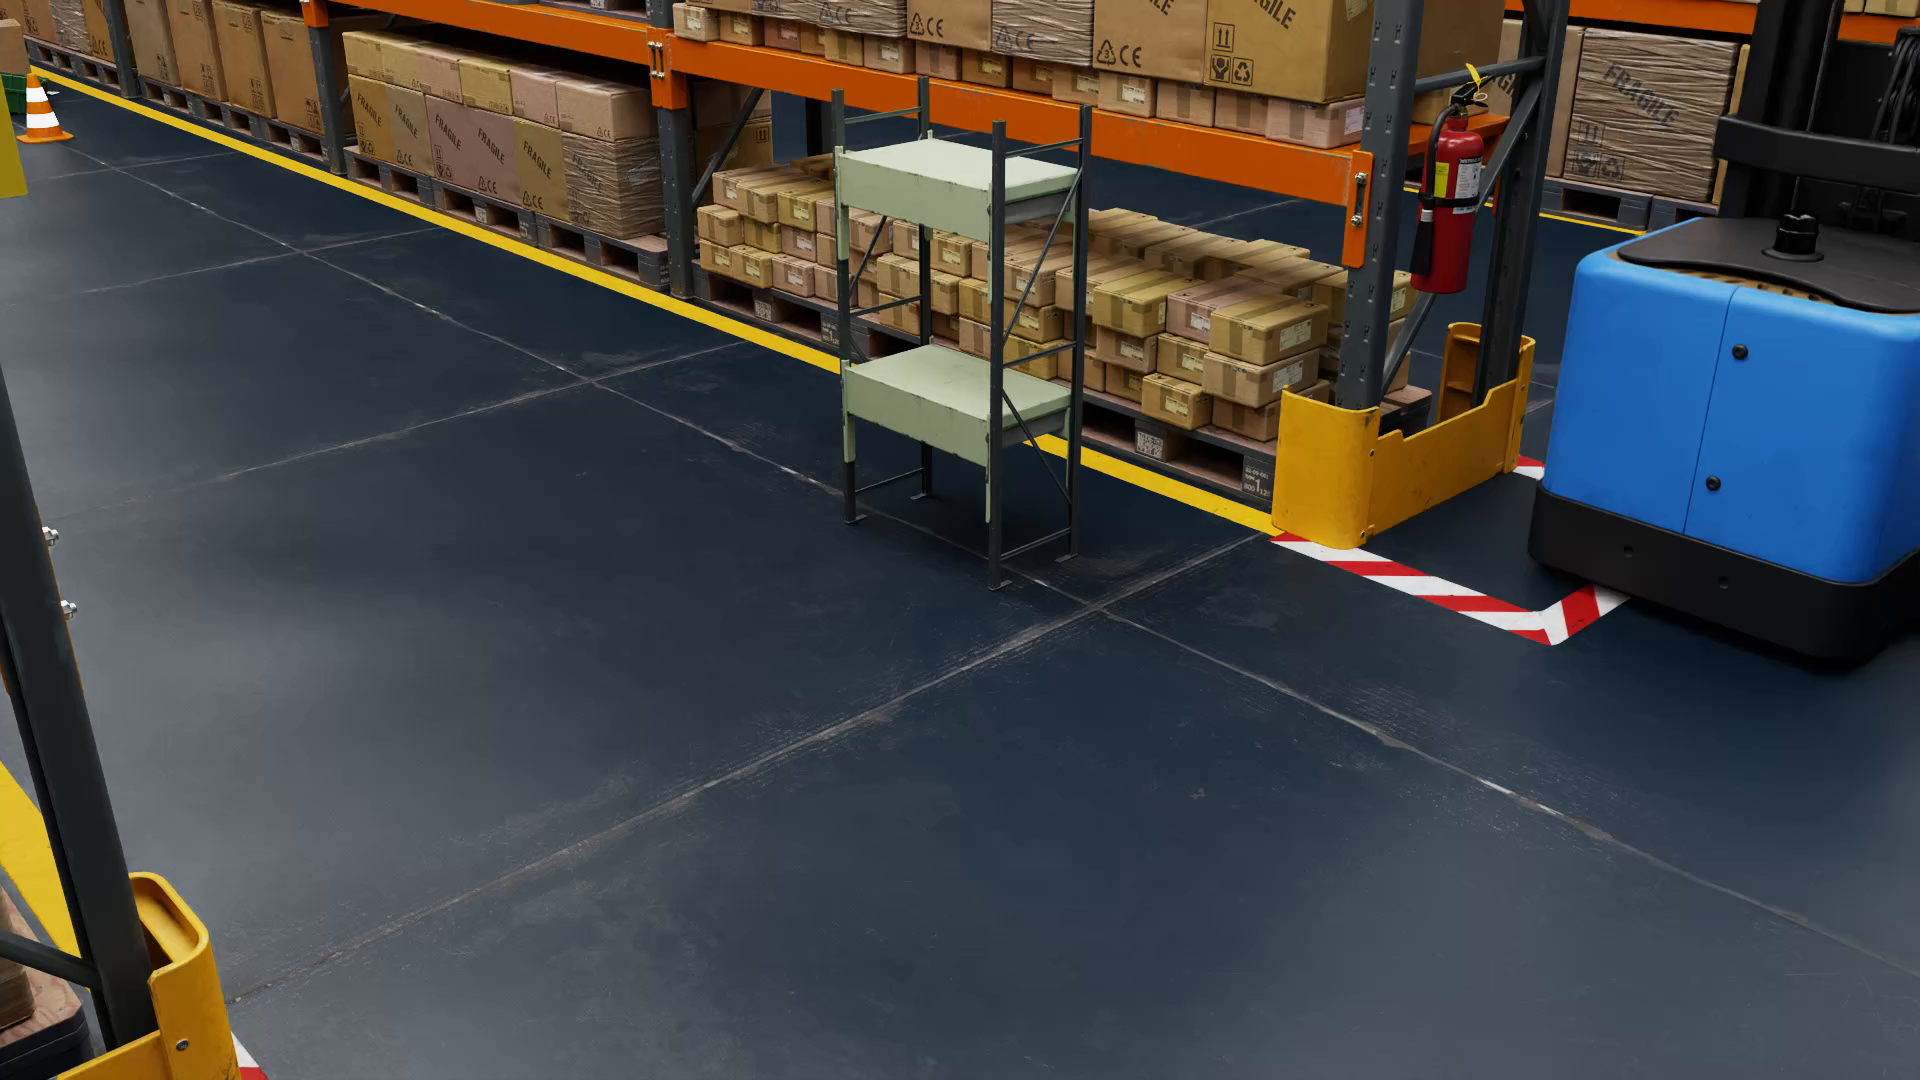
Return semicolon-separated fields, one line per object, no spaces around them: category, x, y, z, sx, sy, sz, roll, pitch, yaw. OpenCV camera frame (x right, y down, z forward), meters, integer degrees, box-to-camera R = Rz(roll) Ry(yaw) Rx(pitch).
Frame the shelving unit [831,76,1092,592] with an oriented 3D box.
shelving unit;-0.005;-0.684;5.443;0.431;1.500;0.755;-21;32;-38

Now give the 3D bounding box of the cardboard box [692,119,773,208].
cardboard box;-1.378;-2.079;9.199;0.500;0.500;0.500;-20;31;-37

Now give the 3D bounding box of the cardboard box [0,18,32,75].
cardboard box;-8.344;-4.193;14.335;0.500;0.500;0.500;-15;29;-30

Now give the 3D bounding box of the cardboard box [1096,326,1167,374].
cardboard box;0.742;-0.779;6.415;0.250;0.149;0.380;22;33;40

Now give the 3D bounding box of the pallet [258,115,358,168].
pallet;-4.284;-2.929;11.917;1.003;0.211;1.213;-21;32;-38

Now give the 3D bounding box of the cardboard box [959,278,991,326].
cardboard box;0.217;-1.015;6.932;0.380;0.149;0.250;-19;31;-36

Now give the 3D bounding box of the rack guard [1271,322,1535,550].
rack guard;1.616;-0.400;6.024;1.175;0.500;0.348;-21;32;-38

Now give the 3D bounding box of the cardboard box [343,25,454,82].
cardboard box;-3.506;-3.055;10.435;0.500;0.250;0.500;22;32;39

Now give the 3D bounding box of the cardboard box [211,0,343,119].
cardboard box;-4.751;-3.579;12.186;1.050;0.750;0.750;-21;32;-38

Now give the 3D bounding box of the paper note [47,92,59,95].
paper note;-7.655;-3.746;13.924;0.142;0.020;0.147;3;25;6

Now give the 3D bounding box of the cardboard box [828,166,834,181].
cardboard box;-0.430;-1.790;8.273;0.380;0.149;0.250;-21;32;-38

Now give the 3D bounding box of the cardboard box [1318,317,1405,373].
cardboard box;1.497;-0.775;6.405;0.380;0.149;0.250;-20;31;-36

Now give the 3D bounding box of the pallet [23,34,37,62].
pallet;-8.665;-4.873;16.177;1.003;0.211;1.213;-21;32;-38

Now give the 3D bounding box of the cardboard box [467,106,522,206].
cardboard box;-2.454;-2.245;9.562;0.500;0.500;0.500;-22;33;-40

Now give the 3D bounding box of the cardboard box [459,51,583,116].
cardboard box;-2.473;-2.590;9.417;0.500;0.250;0.500;22;33;39

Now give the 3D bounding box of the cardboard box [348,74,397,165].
cardboard box;-3.503;-2.705;10.571;0.500;0.500;0.500;22;33;40

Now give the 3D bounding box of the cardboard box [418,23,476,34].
cardboard box;-3.142;-3.200;10.752;0.500;0.250;0.500;-22;33;-40

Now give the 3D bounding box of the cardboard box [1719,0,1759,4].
cardboard box;4.353;-3.022;9.062;0.380;0.149;0.250;-21;32;-38

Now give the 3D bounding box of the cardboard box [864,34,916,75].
cardboard box;-0.176;-2.048;6.927;0.380;0.149;0.250;-20;31;-36

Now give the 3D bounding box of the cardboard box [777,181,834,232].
cardboard box;-0.628;-1.565;7.778;0.380;0.149;0.250;-22;32;-39

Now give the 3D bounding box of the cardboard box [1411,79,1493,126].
cardboard box;1.685;-1.591;5.926;0.380;0.149;0.250;-22;32;-39

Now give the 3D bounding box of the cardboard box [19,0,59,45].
cardboard box;-8.154;-5.133;15.442;0.875;0.875;0.875;-22;32;-39

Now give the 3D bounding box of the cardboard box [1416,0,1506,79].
cardboard box;1.562;-1.909;5.842;0.500;0.500;0.500;-19;31;-36

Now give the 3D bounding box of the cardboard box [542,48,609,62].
cardboard box;-2.090;-2.736;9.736;0.500;0.250;0.500;-20;31;-37

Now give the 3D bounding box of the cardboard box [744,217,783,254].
cardboard box;-0.814;-1.503;8.002;0.380;0.149;0.250;-21;32;-38

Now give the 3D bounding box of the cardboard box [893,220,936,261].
cardboard box;-0.073;-1.333;7.269;0.250;0.149;0.380;22;33;40

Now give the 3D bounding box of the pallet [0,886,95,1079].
pallet;-2.480;0.969;3.371;1.003;0.211;1.213;-21;32;-38

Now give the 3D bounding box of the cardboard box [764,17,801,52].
cardboard box;-0.660;-2.310;7.502;0.250;0.149;0.380;22;33;39

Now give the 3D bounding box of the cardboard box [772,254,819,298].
cardboard box;-0.662;-1.277;7.865;0.380;0.149;0.250;-21;32;-39

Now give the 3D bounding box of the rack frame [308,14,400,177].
rack frame;-3.800;-3.938;10.768;1.000;3.000;0.127;-21;32;-38

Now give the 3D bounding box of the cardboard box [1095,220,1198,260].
cardboard box;0.790;-1.234;7.054;0.380;0.149;0.250;-20;31;-37

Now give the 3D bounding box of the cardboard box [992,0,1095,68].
cardboard box;0.471;-2.066;6.187;0.500;0.500;0.500;-21;32;-38

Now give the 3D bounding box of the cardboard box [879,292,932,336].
cardboard box;-0.136;-1.037;7.338;0.380;0.149;0.250;-22;33;-40

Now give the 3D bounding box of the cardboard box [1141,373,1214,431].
cardboard box;0.906;-0.558;6.287;0.380;0.149;0.250;-20;31;-37

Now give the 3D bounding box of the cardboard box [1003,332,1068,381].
cardboard box;0.390;-0.793;6.802;0.250;0.149;0.380;22;33;39

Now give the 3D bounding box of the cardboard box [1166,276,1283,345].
cardboard box;0.991;-0.860;6.232;0.380;0.149;0.250;-20;32;-37

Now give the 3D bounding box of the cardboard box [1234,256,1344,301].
cardboard box;1.281;-0.983;6.503;0.380;0.149;0.250;-21;32;-38

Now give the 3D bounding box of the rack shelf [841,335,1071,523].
rack shelf;-0.005;-0.388;5.578;0.431;0.370;0.720;-21;32;-38

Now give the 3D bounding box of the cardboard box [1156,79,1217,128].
cardboard box;0.913;-1.576;5.893;0.380;0.149;0.250;-22;32;-39

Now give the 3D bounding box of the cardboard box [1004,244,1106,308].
cardboard box;0.366;-1.064;6.681;0.380;0.149;0.250;-20;31;-37

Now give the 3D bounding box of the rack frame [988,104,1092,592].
rack frame;0.246;-0.573;5.200;0.400;1.500;0.023;-21;32;-38

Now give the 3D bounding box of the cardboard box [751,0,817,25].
cardboard box;-0.568;-2.537;7.219;0.500;0.500;0.500;-21;32;-38

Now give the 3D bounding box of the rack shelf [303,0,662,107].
rack shelf;-2.433;-3.005;9.589;1.077;0.370;4.000;-21;32;-38

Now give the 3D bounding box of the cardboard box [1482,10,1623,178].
cardboard box;3.631;-2.831;10.396;0.875;0.875;0.875;-21;32;-38

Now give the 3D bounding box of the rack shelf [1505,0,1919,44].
rack shelf;3.990;-3.169;9.949;1.077;0.370;4.000;-21;32;-38

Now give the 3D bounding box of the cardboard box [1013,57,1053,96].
cardboard box;0.422;-1.834;6.458;0.250;0.149;0.380;22;33;40

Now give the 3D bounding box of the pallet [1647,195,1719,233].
pallet;4.754;-1.842;9.533;1.003;0.211;1.213;-21;32;-38

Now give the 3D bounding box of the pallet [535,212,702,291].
pallet;-1.600;-1.693;9.206;1.003;0.211;1.213;-21;32;-38

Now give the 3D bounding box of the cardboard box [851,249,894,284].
cardboard box;-0.268;-1.267;7.484;0.380;0.149;0.250;-19;31;-36

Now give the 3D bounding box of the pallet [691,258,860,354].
pallet;-0.582;-1.264;8.266;1.003;0.211;1.213;-21;32;-38

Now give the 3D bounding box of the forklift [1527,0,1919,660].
forklift;3.297;-1.487;5.479;3.031;2.935;1.130;-21;32;-38
